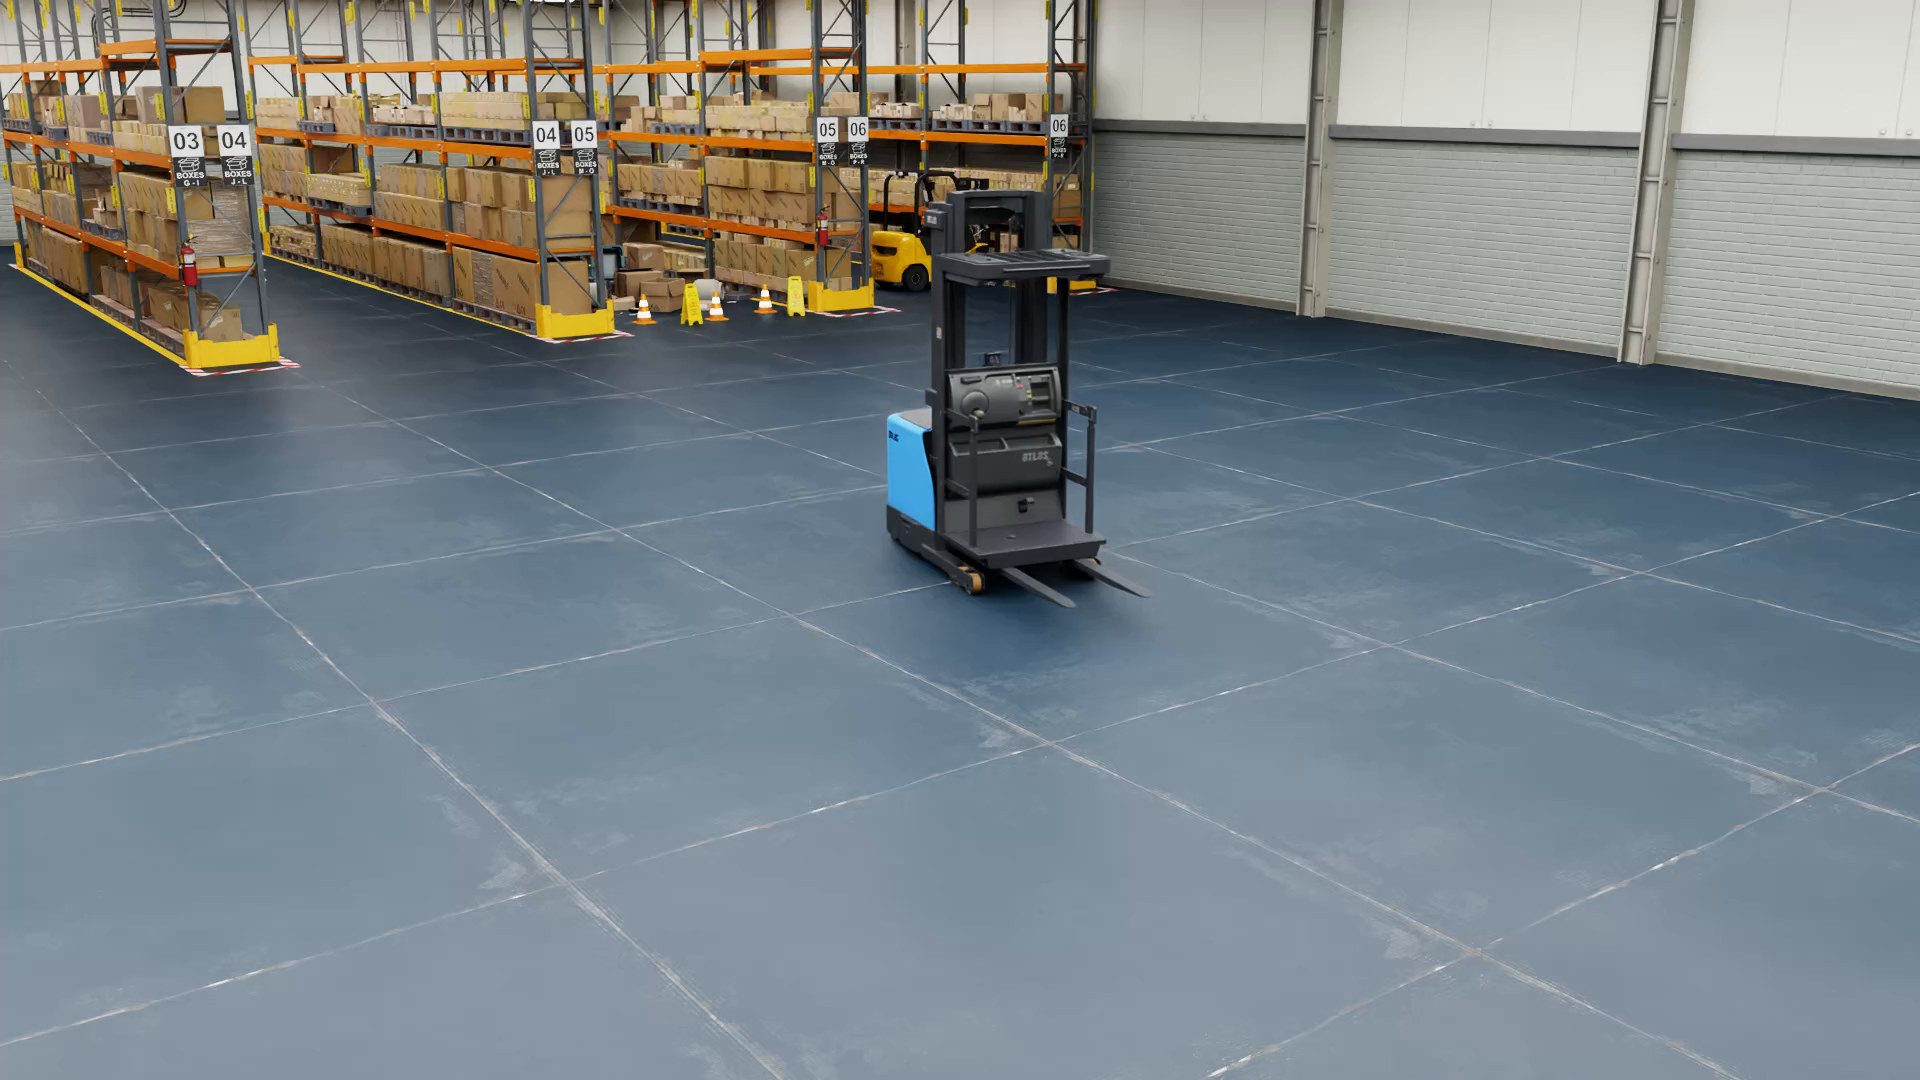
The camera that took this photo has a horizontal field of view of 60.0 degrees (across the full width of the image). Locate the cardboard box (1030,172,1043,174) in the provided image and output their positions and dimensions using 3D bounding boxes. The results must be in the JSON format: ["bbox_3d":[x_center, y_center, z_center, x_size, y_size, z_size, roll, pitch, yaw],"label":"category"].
[{"bbox_3d":[1.565,-6.971,31.882,0.380,0.149,0.250,-11,19,-34],"label":"cardboard box"}]

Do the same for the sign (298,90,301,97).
[{"bbox_3d":[-14.888,-10.002,37.580,0.100,0.325,0.005,-11,19,-35],"label":"sign"}]

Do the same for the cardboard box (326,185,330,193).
[{"bbox_3d":[-12.362,-6.982,33.022,0.380,0.149,0.250,-11,19,-35],"label":"cardboard box"}]

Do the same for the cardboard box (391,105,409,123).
[{"bbox_3d":[-9.801,-7.587,29.618,0.500,0.311,0.500,-11,19,-36],"label":"cardboard box"}]

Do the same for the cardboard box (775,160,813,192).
[{"bbox_3d":[-2.765,-6.278,28.686,0.700,0.500,0.500,-11,19,-34],"label":"cardboard box"}]

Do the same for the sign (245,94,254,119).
[{"bbox_3d":[-9.574,-5.834,22.373,0.100,0.325,0.005,-11,19,-35],"label":"sign"}]

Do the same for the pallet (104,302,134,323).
[{"bbox_3d":[-13.545,-3.818,27.624,1.003,0.211,1.213,-11,19,-35],"label":"pallet"}]

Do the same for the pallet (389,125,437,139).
[{"bbox_3d":[-9.564,-7.326,29.838,1.003,0.211,1.213,-10,18,-32],"label":"pallet"}]

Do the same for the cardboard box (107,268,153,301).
[{"bbox_3d":[-13.970,-4.340,28.153,0.700,0.500,0.500,-13,20,-39],"label":"cardboard box"}]

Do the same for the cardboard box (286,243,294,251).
[{"bbox_3d":[-14.563,-6.439,36.526,0.380,0.149,0.250,-12,19,-37],"label":"cardboard box"}]

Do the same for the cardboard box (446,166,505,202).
[{"bbox_3d":[-8.104,-5.993,27.961,0.875,0.550,0.550,-11,19,-35],"label":"cardboard box"}]

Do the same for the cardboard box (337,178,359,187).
[{"bbox_3d":[-11.901,-6.959,32.373,0.380,0.149,0.250,-11,19,-35],"label":"cardboard box"}]

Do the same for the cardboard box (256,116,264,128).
[{"bbox_3d":[-15.292,-9.285,36.922,0.500,0.250,0.500,-10,18,-33],"label":"cardboard box"}]

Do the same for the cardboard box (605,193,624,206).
[{"bbox_3d":[-7.208,-7.124,34.705,0.500,0.250,0.500,-12,19,-36],"label":"cardboard box"}]

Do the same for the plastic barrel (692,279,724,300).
[{"bbox_3d":[-4.436,-4.383,29.289,0.512,0.421,0.421,1,15,4],"label":"plastic barrel"}]

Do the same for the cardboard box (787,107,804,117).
[{"bbox_3d":[-2.720,-7.269,28.236,0.380,0.149,0.250,-11,19,-35],"label":"cardboard box"}]

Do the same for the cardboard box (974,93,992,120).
[{"bbox_3d":[0.724,-8.360,32.077,0.797,0.503,0.637,-10,18,-33],"label":"cardboard box"}]

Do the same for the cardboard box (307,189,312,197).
[{"bbox_3d":[-13.137,-7.118,34.082,0.380,0.149,0.250,-12,19,-37],"label":"cardboard box"}]

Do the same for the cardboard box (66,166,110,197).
[{"bbox_3d":[-15.514,-6.420,29.762,0.797,0.503,0.637,-10,18,-33],"label":"cardboard box"}]

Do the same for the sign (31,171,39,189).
[{"bbox_3d":[-17.516,-6.813,31.498,0.100,0.325,0.005,-11,19,-35],"label":"sign"}]

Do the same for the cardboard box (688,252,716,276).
[{"bbox_3d":[-4.659,-5.321,32.016,0.950,0.372,0.625,-11,19,-34],"label":"cardboard box"}]

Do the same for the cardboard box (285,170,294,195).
[{"bbox_3d":[-14.106,-7.661,35.632,0.500,0.500,0.500,-11,19,-35],"label":"cardboard box"}]

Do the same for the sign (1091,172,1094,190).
[{"bbox_3d":[2.469,-6.732,31.200,0.100,0.325,0.005,-11,19,-35],"label":"sign"}]

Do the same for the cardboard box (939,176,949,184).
[{"bbox_3d":[-0.208,-7.242,33.437,0.380,0.149,0.250,-10,18,-33],"label":"cardboard box"}]

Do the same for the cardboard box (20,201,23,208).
[{"bbox_3d":[-18.873,-6.831,33.828,0.380,0.149,0.250,-11,19,-36],"label":"cardboard box"}]

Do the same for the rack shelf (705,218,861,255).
[{"bbox_3d":[-3.173,-5.500,29.852,1.077,0.370,4.000,-11,19,-35],"label":"rack shelf"}]

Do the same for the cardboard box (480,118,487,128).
[{"bbox_3d":[-7.307,-6.551,26.136,0.380,0.149,0.250,-11,19,-34],"label":"cardboard box"}]

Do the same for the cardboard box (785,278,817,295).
[{"bbox_3d":[-2.704,-4.432,29.001,0.500,0.250,0.500,-11,19,-35],"label":"cardboard box"}]

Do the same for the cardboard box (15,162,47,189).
[{"bbox_3d":[-18.753,-7.370,33.622,0.500,0.500,0.500,-11,19,-36],"label":"cardboard box"}]

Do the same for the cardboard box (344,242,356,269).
[{"bbox_3d":[-11.870,-5.657,33.002,0.500,0.500,0.500,-12,19,-37],"label":"cardboard box"}]

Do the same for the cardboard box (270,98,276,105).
[{"bbox_3d":[-14.649,-9.462,35.864,0.380,0.149,0.250,-10,18,-33],"label":"cardboard box"}]

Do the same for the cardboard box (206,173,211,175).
[{"bbox_3d":[-11.289,-5.143,24.538,0.500,0.500,0.500,-11,19,-35],"label":"cardboard box"}]

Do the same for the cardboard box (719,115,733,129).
[{"bbox_3d":[-4.001,-7.547,30.006,0.500,0.250,0.500,-11,19,-35],"label":"cardboard box"}]

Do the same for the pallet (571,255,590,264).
[{"bbox_3d":[-7.816,-6.224,36.415,1.003,0.211,1.213,-11,19,-35],"label":"pallet"}]

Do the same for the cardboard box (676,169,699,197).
[{"bbox_3d":[-5.098,-6.837,31.826,0.500,0.500,0.500,-11,19,-34],"label":"cardboard box"}]

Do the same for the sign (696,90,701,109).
[{"bbox_3d":[-4.795,-8.073,30.483,0.100,0.325,0.005,-11,19,-35],"label":"sign"}]

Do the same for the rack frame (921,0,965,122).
[{"bbox_3d":[-0.336,-9.939,33.343,1.000,3.000,0.127,-11,19,-35],"label":"rack frame"}]

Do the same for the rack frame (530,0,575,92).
[{"bbox_3d":[-9.052,-10.876,36.767,1.000,3.000,0.127,-11,19,-35],"label":"rack frame"}]

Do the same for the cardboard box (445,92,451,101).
[{"bbox_3d":[-8.203,-7.260,27.219,0.380,0.149,0.250,-11,19,-35],"label":"cardboard box"}]

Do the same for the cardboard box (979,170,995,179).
[{"bbox_3d":[0.594,-7.122,32.436,0.380,0.149,0.250,-11,19,-34],"label":"cardboard box"}]

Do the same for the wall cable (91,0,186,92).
[{"bbox_3d":[-19.957,-13.486,40.209,2.277,5.999,0.120,-11,19,-35],"label":"wall cable"}]

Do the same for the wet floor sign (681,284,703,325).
[{"bbox_3d":[-4.323,-3.796,26.721,0.232,0.644,0.267,14,21,42],"label":"wet floor sign"}]

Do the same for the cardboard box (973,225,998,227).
[{"bbox_3d":[0.420,-6.223,33.650,0.500,0.250,0.500,-11,19,-35],"label":"cardboard box"}]

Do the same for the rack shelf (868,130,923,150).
[{"bbox_3d":[-1.512,-8.572,35.394,1.077,0.370,4.000,-11,19,-35],"label":"rack shelf"}]

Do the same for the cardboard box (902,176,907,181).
[{"bbox_3d":[-0.984,-7.558,34.589,0.380,0.149,0.250,-11,19,-35],"label":"cardboard box"}]

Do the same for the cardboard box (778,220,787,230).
[{"bbox_3d":[-2.938,-5.491,28.931,0.380,0.149,0.250,-10,18,-34],"label":"cardboard box"}]

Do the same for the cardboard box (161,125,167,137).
[{"bbox_3d":[-10.428,-5.459,22.187,0.380,0.149,0.250,-11,19,-35],"label":"cardboard box"}]

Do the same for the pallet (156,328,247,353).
[{"bbox_3d":[-11.220,-2.992,24.609,1.003,0.211,1.213,-11,19,-35],"label":"pallet"}]

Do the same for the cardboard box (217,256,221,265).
[{"bbox_3d":[-10.119,-3.915,23.173,0.380,0.149,0.250,-11,19,-35],"label":"cardboard box"}]

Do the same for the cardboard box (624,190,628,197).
[{"bbox_3d":[-6.660,-7.111,34.057,0.380,0.149,0.250,-12,19,-38],"label":"cardboard box"}]

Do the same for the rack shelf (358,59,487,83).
[{"bbox_3d":[-9.469,-8.265,29.347,1.077,0.370,4.000,-11,19,-35],"label":"rack shelf"}]

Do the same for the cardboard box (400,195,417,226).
[{"bbox_3d":[-9.711,-5.926,29.857,0.500,0.500,0.500,-11,19,-35],"label":"cardboard box"}]

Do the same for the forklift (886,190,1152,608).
[{"bbox_3d":[0.441,-1.132,12.659,1.130,2.935,3.031,-7,17,-23],"label":"forklift"}]

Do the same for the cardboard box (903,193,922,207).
[{"bbox_3d":[-0.844,-7.040,34.400,0.500,0.250,0.500,-10,18,-33],"label":"cardboard box"}]

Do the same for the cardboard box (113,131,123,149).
[{"bbox_3d":[-12.307,-5.974,24.825,0.500,0.250,0.500,-12,19,-37],"label":"cardboard box"}]

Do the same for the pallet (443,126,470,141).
[{"bbox_3d":[-7.821,-6.712,27.403,1.003,0.211,1.213,-11,19,-35],"label":"pallet"}]
